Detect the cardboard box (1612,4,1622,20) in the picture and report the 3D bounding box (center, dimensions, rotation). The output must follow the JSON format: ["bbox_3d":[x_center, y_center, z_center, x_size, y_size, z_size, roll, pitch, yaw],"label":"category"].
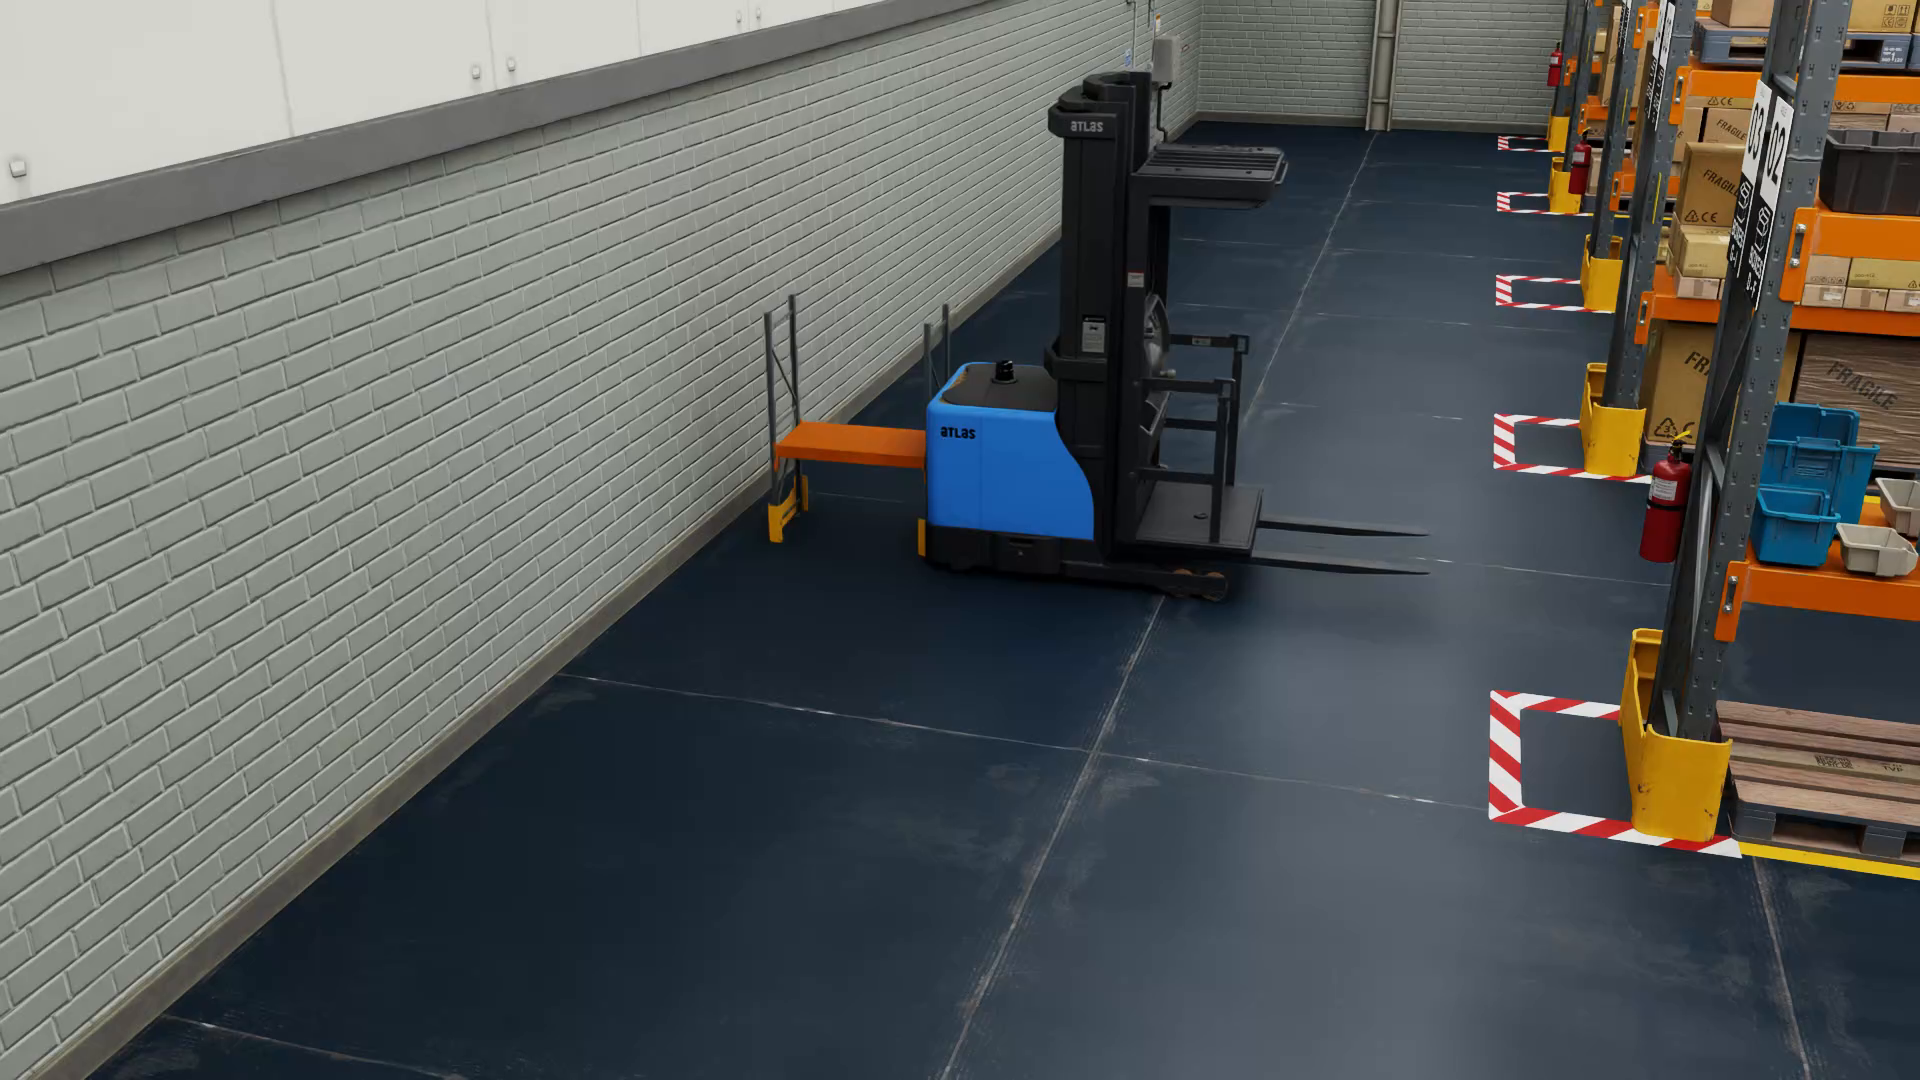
[{"bbox_3d":[7.963,-6.326,19.936,0.250,0.149,0.380,7,23,17],"label":"cardboard box"}]

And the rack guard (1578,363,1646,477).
[{"bbox_3d":[4.818,-0.902,12.311,0.348,0.500,1.175,7,23,16],"label":"rack guard"}]

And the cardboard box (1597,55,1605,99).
[{"bbox_3d":[8.242,-5.746,20.695,0.500,0.500,0.500,7,23,16],"label":"cardboard box"}]

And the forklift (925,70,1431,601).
[{"bbox_3d":[1.357,-1.217,9.875,3.031,2.935,1.130,5,23,13],"label":"forklift"}]

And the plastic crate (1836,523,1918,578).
[{"bbox_3d":[3.834,0.049,6.965,0.298,0.136,0.250,7,23,16],"label":"plastic crate"}]

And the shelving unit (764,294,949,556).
[{"bbox_3d":[-0.645,-0.743,10.606,1.083,1.500,0.587,5,23,13],"label":"shelving unit"}]

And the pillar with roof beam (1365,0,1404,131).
[{"bbox_3d":[5.569,-9.295,21.573,0.400,9.000,9.100,7,23,16],"label":"pillar with roof beam"}]

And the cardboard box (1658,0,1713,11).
[{"bbox_3d":[6.726,-5.024,15.310,0.500,0.250,0.500,7,23,17],"label":"cardboard box"}]

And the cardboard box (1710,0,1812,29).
[{"bbox_3d":[5.354,-3.693,11.052,0.500,0.500,0.700,5,23,12],"label":"cardboard box"}]

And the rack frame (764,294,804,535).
[{"bbox_3d":[-1.130,-0.788,10.715,0.032,1.500,0.500,5,23,13],"label":"rack frame"}]

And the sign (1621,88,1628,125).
[{"bbox_3d":[6.214,-4.051,15.552,0.005,0.325,0.100,7,23,16],"label":"sign"}]

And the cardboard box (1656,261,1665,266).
[{"bbox_3d":[6.798,-2.710,16.234,0.250,0.149,0.380,8,23,18],"label":"cardboard box"}]

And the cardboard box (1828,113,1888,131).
[{"bbox_3d":[8.195,-3.720,15.363,0.500,0.500,0.500,6,23,14],"label":"cardboard box"}]

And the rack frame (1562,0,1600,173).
[{"bbox_3d":[7.703,-5.657,20.608,0.127,3.000,1.000,7,23,16],"label":"rack frame"}]

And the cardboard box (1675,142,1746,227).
[{"bbox_3d":[5.383,-2.514,11.763,0.500,0.500,0.500,7,23,16],"label":"cardboard box"}]

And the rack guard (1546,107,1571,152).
[{"bbox_3d":[9.206,-6.296,25.460,0.348,0.500,1.175,7,23,16],"label":"rack guard"}]

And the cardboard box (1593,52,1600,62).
[{"bbox_3d":[9.369,-7.209,24.723,0.250,0.149,0.380,6,23,15],"label":"cardboard box"}]

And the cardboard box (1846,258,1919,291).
[{"bbox_3d":[6.202,-1.863,11.165,0.500,0.250,0.500,6,23,14],"label":"cardboard box"}]

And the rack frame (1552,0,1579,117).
[{"bbox_3d":[9.133,-7.461,25.006,0.127,3.000,1.000,7,23,16],"label":"rack frame"}]

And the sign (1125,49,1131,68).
[{"bbox_3d":[2.226,-6.381,22.017,0.001,0.218,0.327,7,23,16],"label":"sign"}]

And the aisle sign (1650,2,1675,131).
[{"bbox_3d":[4.685,-3.158,11.091,0.004,0.787,0.394,7,23,16],"label":"aisle sign"}]

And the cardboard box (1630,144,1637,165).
[{"bbox_3d":[6.764,-3.798,16.408,0.250,0.149,0.380,7,23,16],"label":"cardboard box"}]

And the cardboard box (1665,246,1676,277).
[{"bbox_3d":[5.277,-2.021,12.075,0.250,0.149,0.380,7,23,17],"label":"cardboard box"}]

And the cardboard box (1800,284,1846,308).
[{"bbox_3d":[5.827,-1.698,11.287,0.250,0.149,0.380,6,23,15],"label":"cardboard box"}]

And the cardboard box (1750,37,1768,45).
[{"bbox_3d":[9.550,-5.848,19.624,0.500,0.500,0.500,7,23,16],"label":"cardboard box"}]

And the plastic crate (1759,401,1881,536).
[{"bbox_3d":[3.785,-0.332,7.501,0.499,0.435,0.616,7,23,16],"label":"plastic crate"}]

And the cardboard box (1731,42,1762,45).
[{"bbox_3d":[7.365,-4.478,15.894,0.500,0.500,0.500,6,23,14],"label":"cardboard box"}]

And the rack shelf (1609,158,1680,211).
[{"bbox_3d":[8.285,-3.295,15.799,4.000,0.370,1.077,7,23,16],"label":"rack shelf"}]

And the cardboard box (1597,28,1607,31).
[{"bbox_3d":[9.651,-7.575,25.090,0.500,0.250,0.500,7,23,17],"label":"cardboard box"}]

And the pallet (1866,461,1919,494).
[{"bbox_3d":[6.793,-0.572,11.888,1.213,0.211,1.003,7,23,16],"label":"pallet"}]

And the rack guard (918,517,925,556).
[{"bbox_3d":[-0.161,-0.120,10.734,0.087,0.250,0.587,5,23,13],"label":"rack guard"}]

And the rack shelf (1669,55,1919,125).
[{"bbox_3d":[6.755,-2.892,10.863,4.000,0.370,1.077,7,23,16],"label":"rack shelf"}]

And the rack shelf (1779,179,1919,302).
[{"bbox_3d":[5.325,-1.092,6.476,4.000,0.370,1.077,7,23,16],"label":"rack shelf"}]

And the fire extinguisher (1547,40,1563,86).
[{"bbox_3d":[8.859,-7.101,24.721,0.183,0.674,0.296,7,23,16],"label":"fire extinguisher"}]

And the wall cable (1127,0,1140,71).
[{"bbox_3d":[2.298,-6.751,21.896,0.123,1.953,0.585,7,23,16],"label":"wall cable"}]

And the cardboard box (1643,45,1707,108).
[{"bbox_3d":[6.723,-4.348,15.576,0.500,0.500,0.500,6,23,15],"label":"cardboard box"}]

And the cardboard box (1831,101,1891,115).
[{"bbox_3d":[8.189,-4.175,15.155,0.500,0.500,0.500,6,23,14],"label":"cardboard box"}]

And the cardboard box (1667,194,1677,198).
[{"bbox_3d":[9.243,-4.532,20.690,0.875,0.438,0.875,7,23,17],"label":"cardboard box"}]

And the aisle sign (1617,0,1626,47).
[{"bbox_3d":[6.387,-5.167,15.989,0.004,0.787,0.394,7,23,16],"label":"aisle sign"}]

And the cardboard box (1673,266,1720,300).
[{"bbox_3d":[5.085,-1.781,11.491,0.250,0.149,0.380,7,23,16],"label":"cardboard box"}]

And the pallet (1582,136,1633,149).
[{"bbox_3d":[9.970,-6.075,25.303,1.213,0.211,1.003,7,23,16],"label":"pallet"}]
